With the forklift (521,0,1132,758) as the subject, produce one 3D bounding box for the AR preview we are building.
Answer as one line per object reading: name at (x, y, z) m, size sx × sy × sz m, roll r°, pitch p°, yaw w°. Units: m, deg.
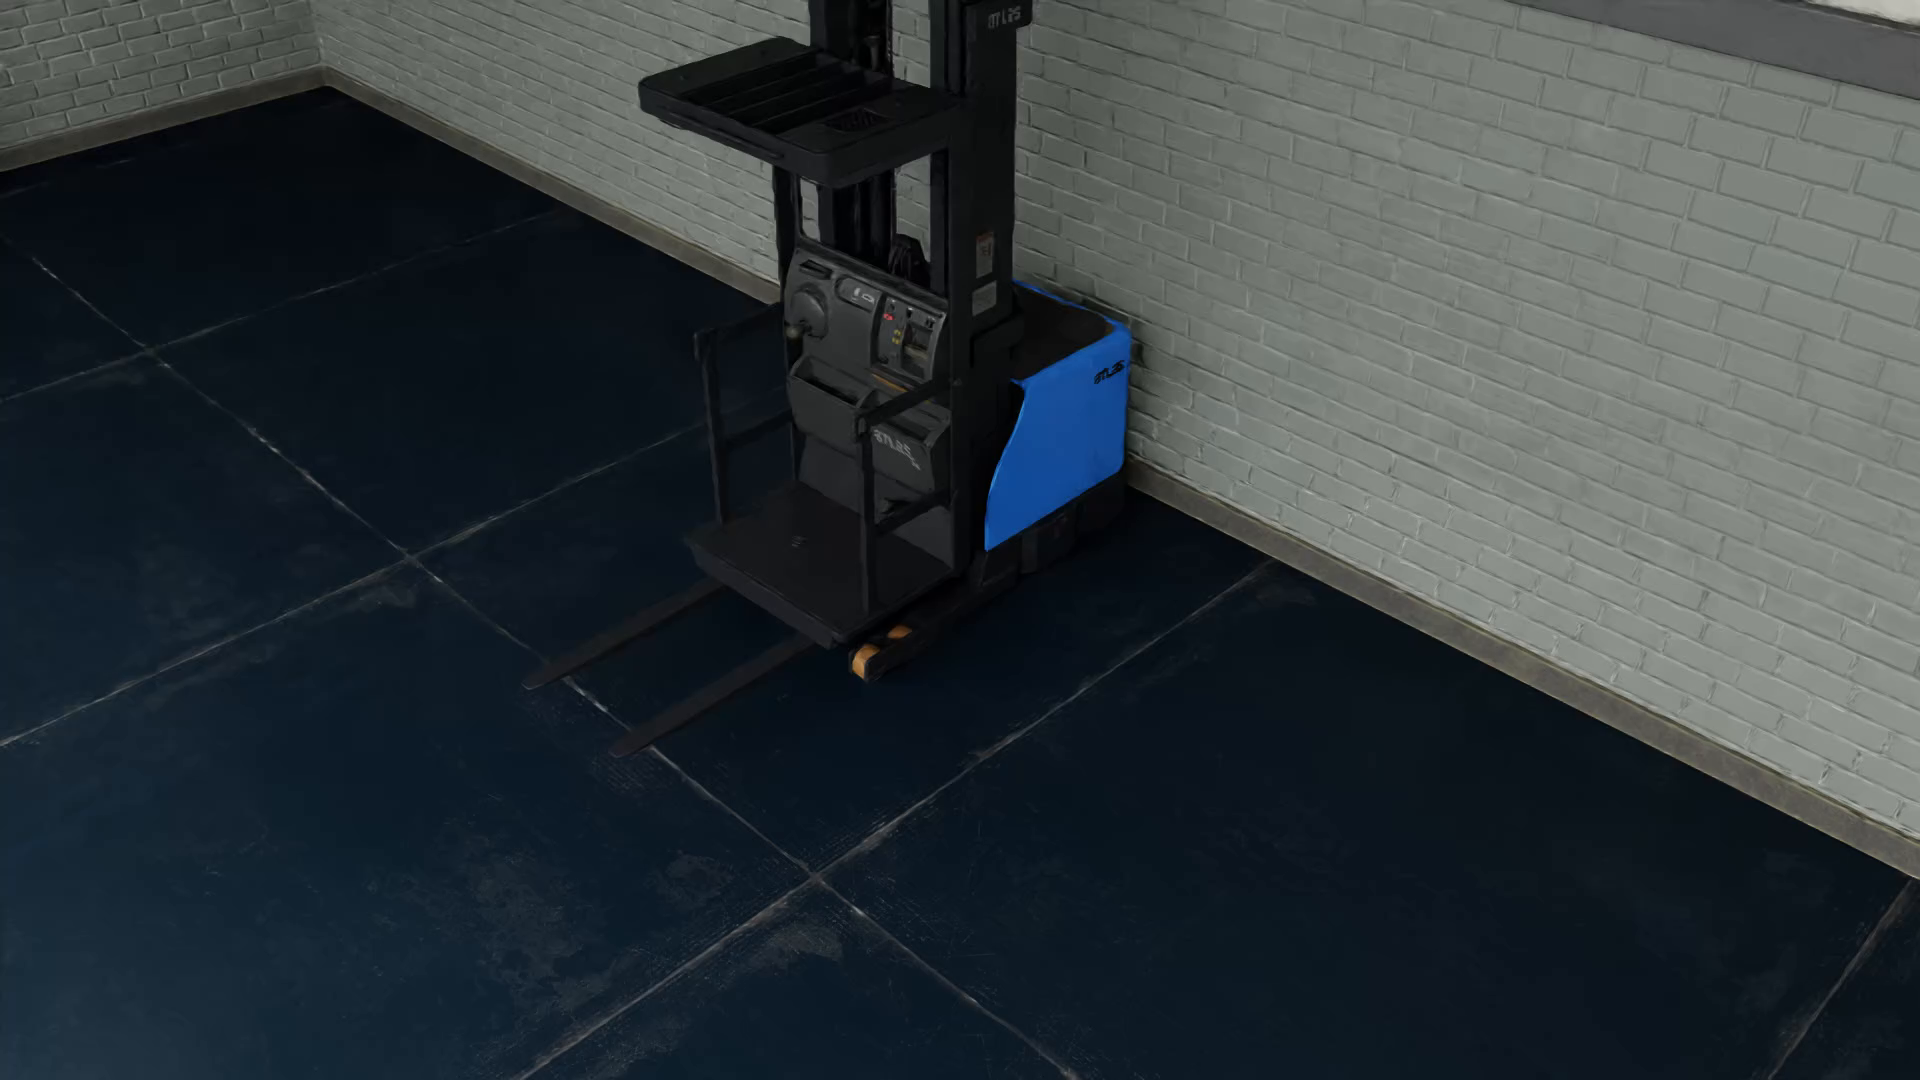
forklift at (-0.559, -0.908, 6.990) m, size 1.130 × 2.935 × 3.031 m, roll 29°, pitch 44°, yaw 35°
